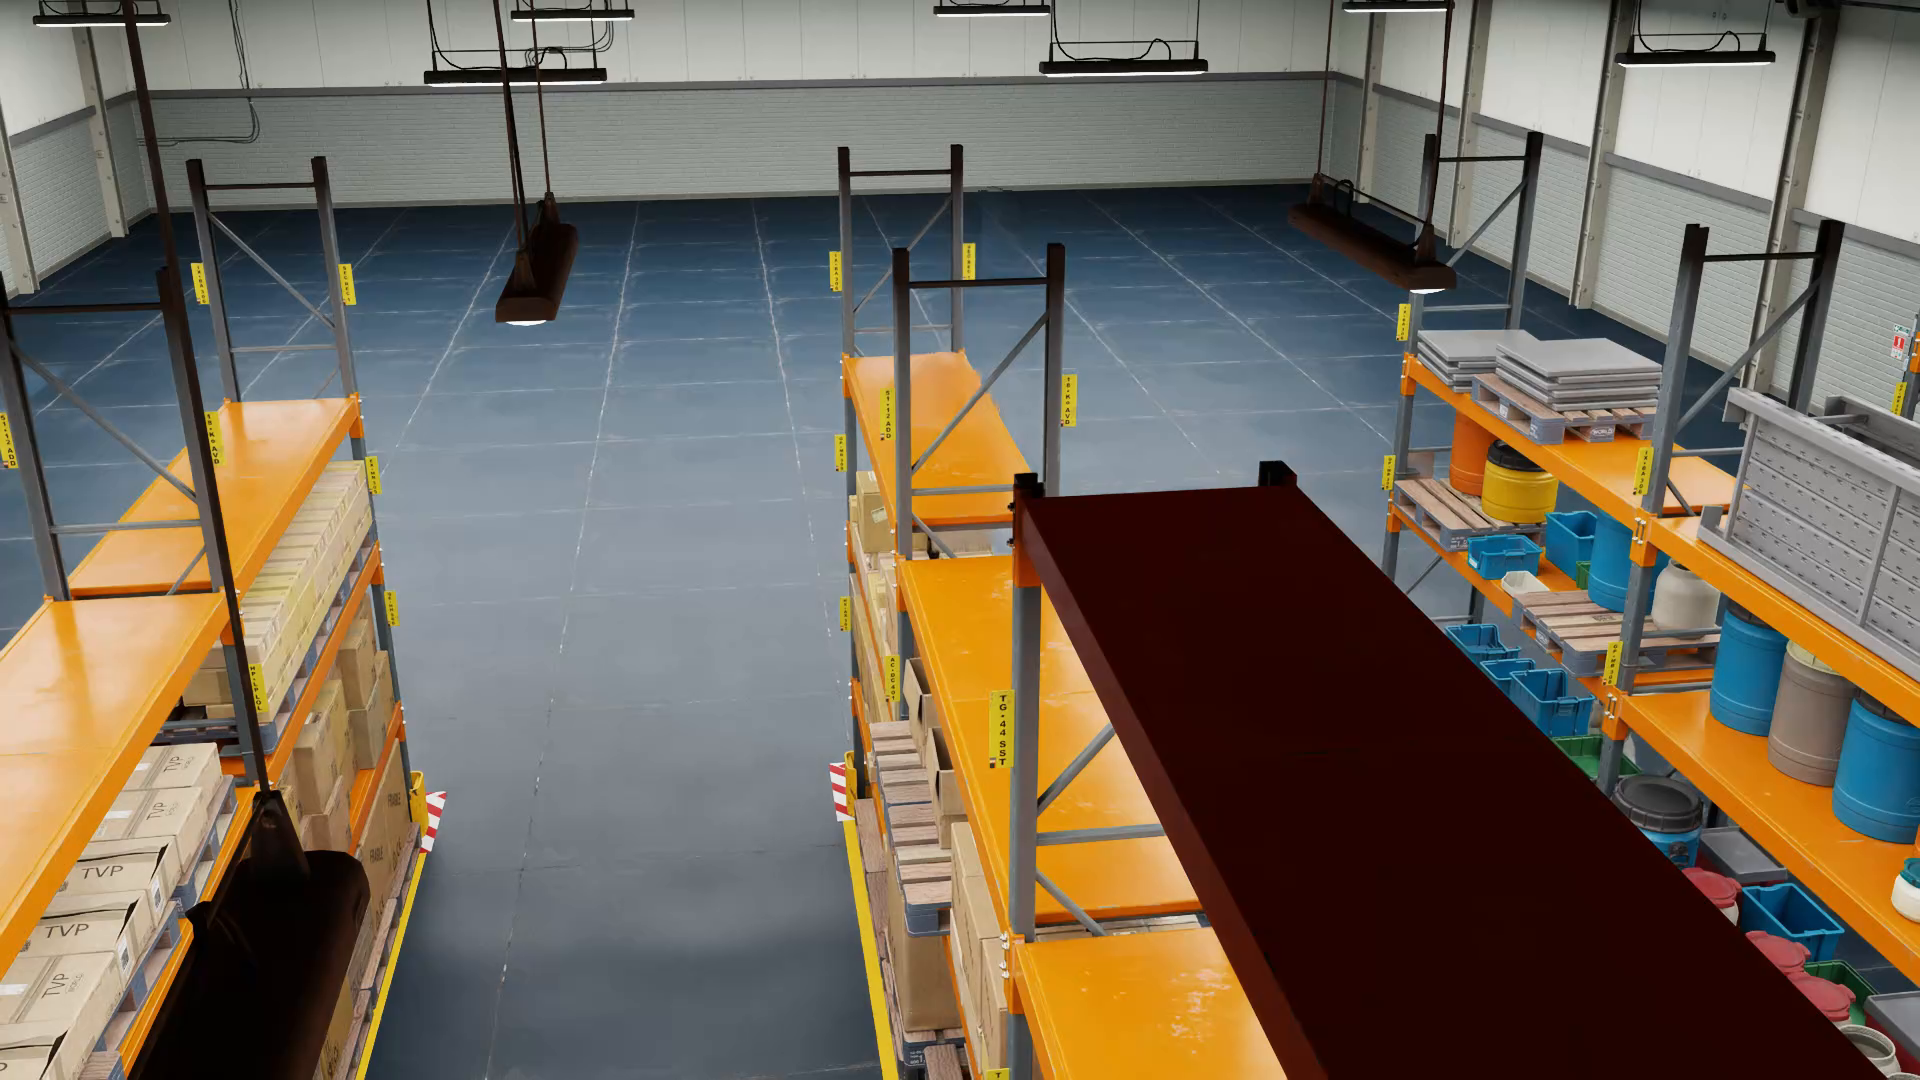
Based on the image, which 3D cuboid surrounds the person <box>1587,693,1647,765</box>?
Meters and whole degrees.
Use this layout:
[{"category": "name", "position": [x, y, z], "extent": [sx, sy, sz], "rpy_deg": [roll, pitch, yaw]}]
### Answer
[{"category": "person", "position": [6.152, 1.510, 15.591], "extent": [0.608, 1.649, 0.623], "rpy_deg": [-10, 24, -23]}]
